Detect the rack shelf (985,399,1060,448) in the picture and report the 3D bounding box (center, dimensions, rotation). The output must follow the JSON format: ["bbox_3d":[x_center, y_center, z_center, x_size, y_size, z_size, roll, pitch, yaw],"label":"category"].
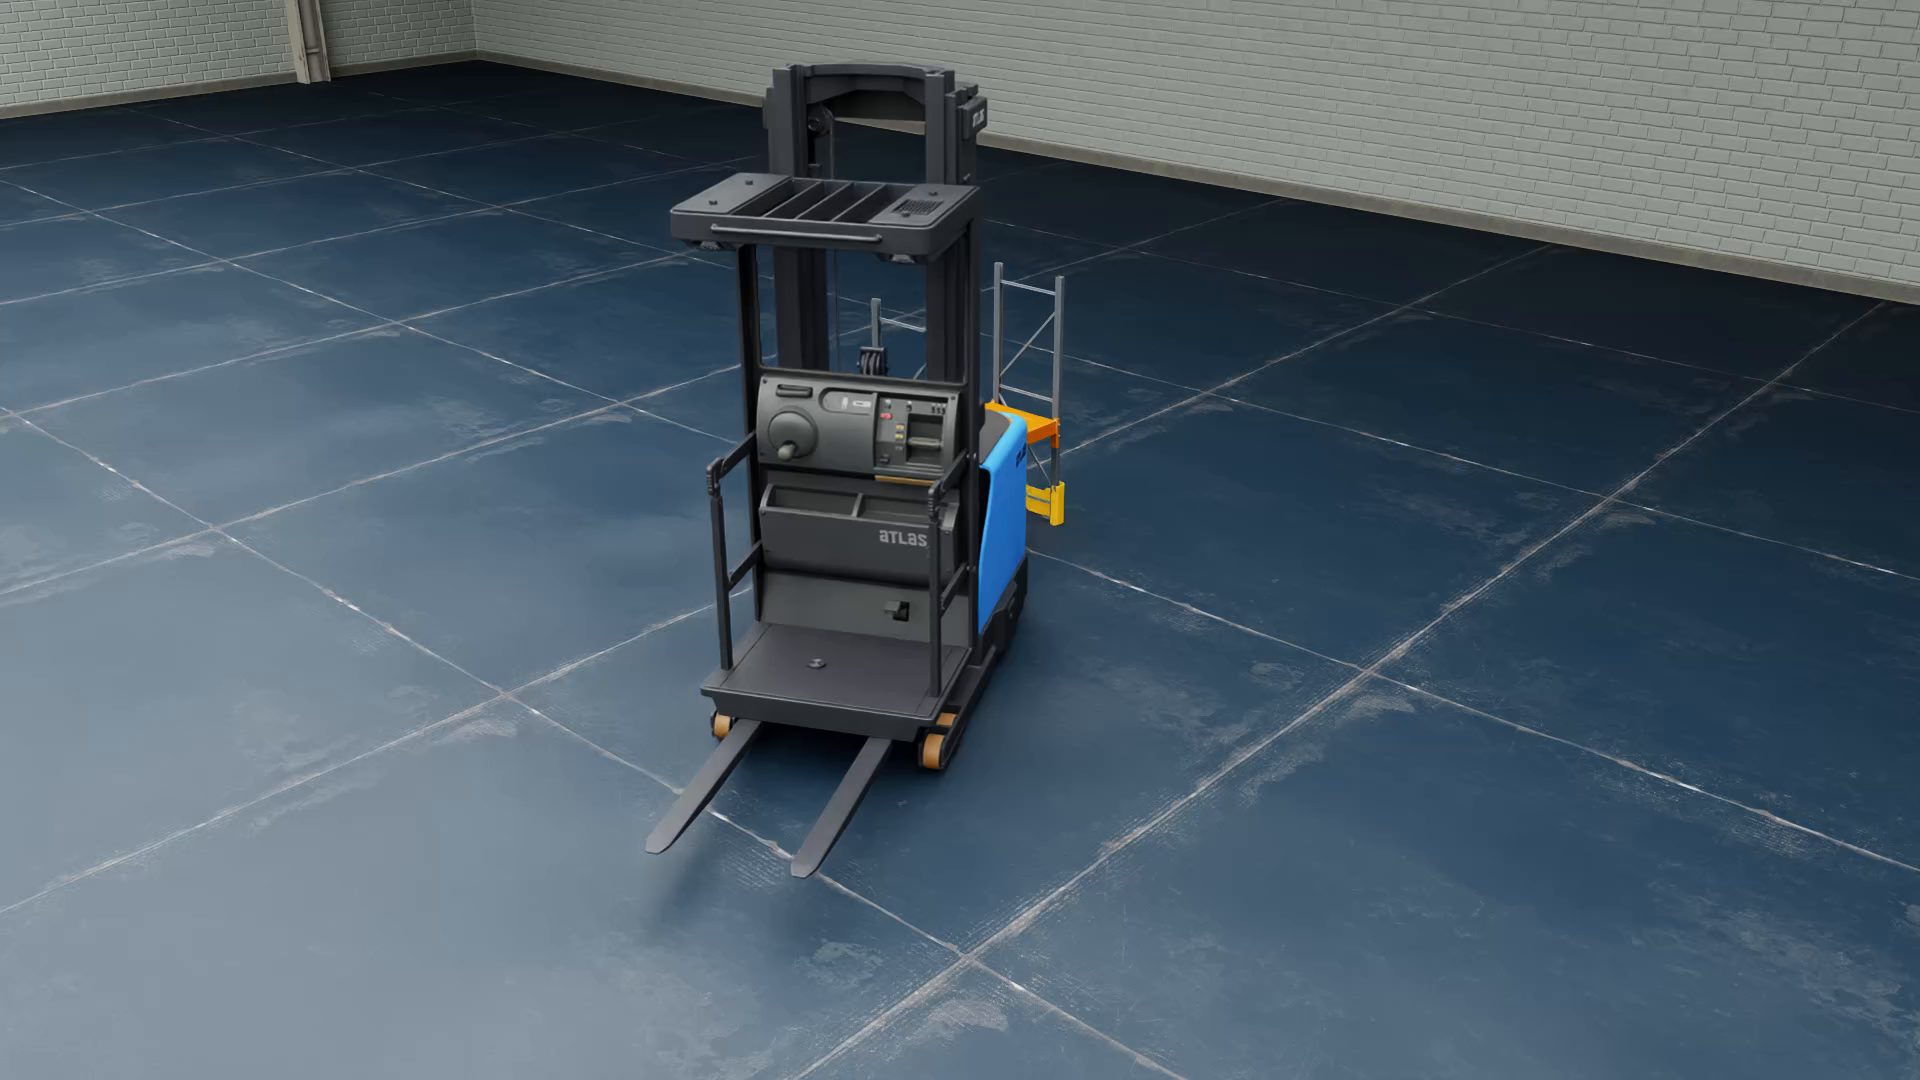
[{"bbox_3d":[0.057,-0.546,9.575,0.538,0.185,1.000,20,31,38],"label":"rack shelf"}]

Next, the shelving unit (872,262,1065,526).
[{"bbox_3d":[0.051,-0.708,9.495,0.587,1.500,1.083,20,31,38],"label":"shelving unit"}]

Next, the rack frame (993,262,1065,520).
[{"bbox_3d":[0.396,-0.865,9.847,0.500,1.500,0.032,20,31,38],"label":"rack frame"}]

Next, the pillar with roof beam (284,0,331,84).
[{"bbox_3d":[-6.638,-9.924,20.885,9.100,9.000,0.400,20,31,38],"label":"pillar with roof beam"}]

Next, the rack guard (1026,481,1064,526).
[{"bbox_3d":[0.383,-0.289,10.089,0.587,0.250,0.087,20,31,38],"label":"rack guard"}]

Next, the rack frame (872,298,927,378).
[{"bbox_3d":[-0.282,-0.555,9.156,0.500,1.500,0.032,20,31,38],"label":"rack frame"}]

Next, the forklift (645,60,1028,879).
[{"bbox_3d":[-0.516,-0.481,7.240,1.130,2.935,3.031,6,25,14],"label":"forklift"}]
